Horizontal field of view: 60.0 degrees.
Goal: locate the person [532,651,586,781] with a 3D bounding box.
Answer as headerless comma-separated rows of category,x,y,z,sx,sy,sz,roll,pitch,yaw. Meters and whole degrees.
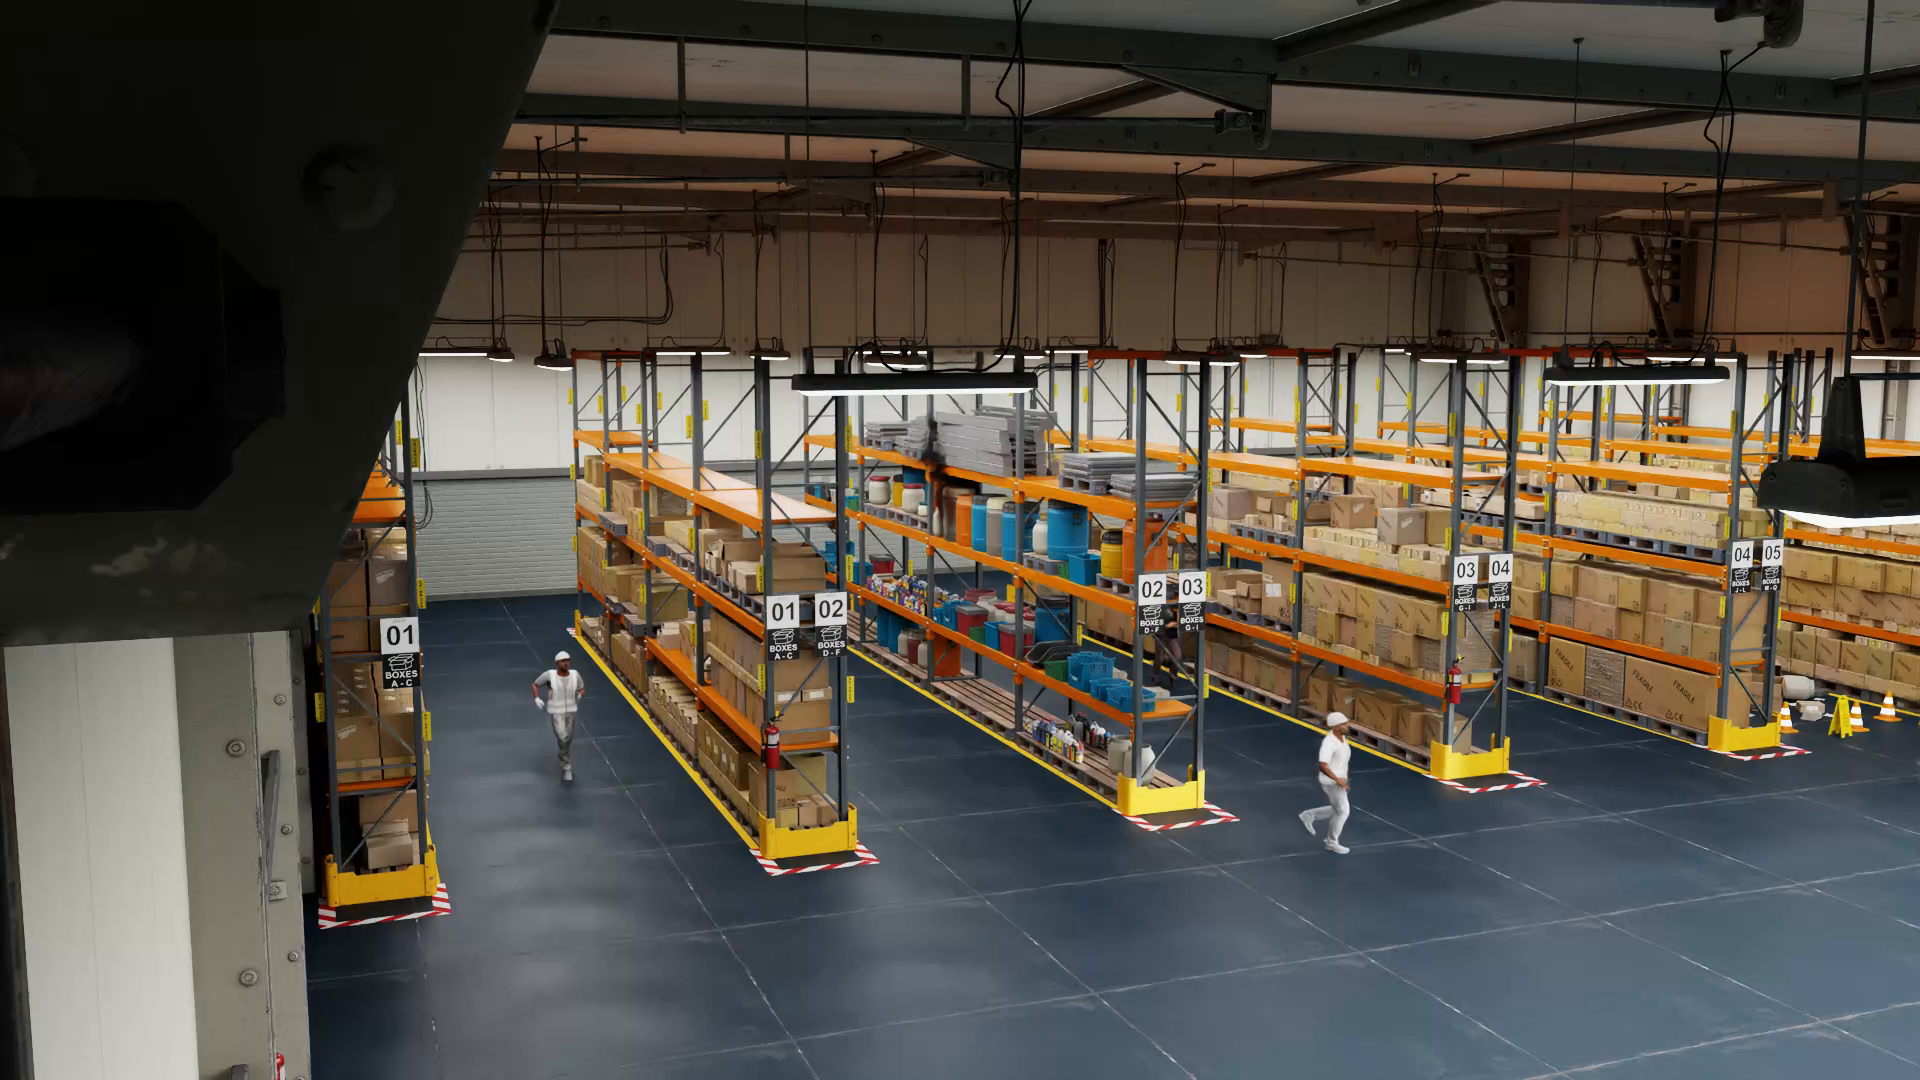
person,-5.708,2.501,23.873,0.690,1.816,0.809,-5,9,-35

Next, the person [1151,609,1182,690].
person,3.691,1.792,29.709,0.622,1.760,0.732,-3,8,-25

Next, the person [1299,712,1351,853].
person,4.492,2.953,20.405,0.649,1.749,0.703,3,8,22
